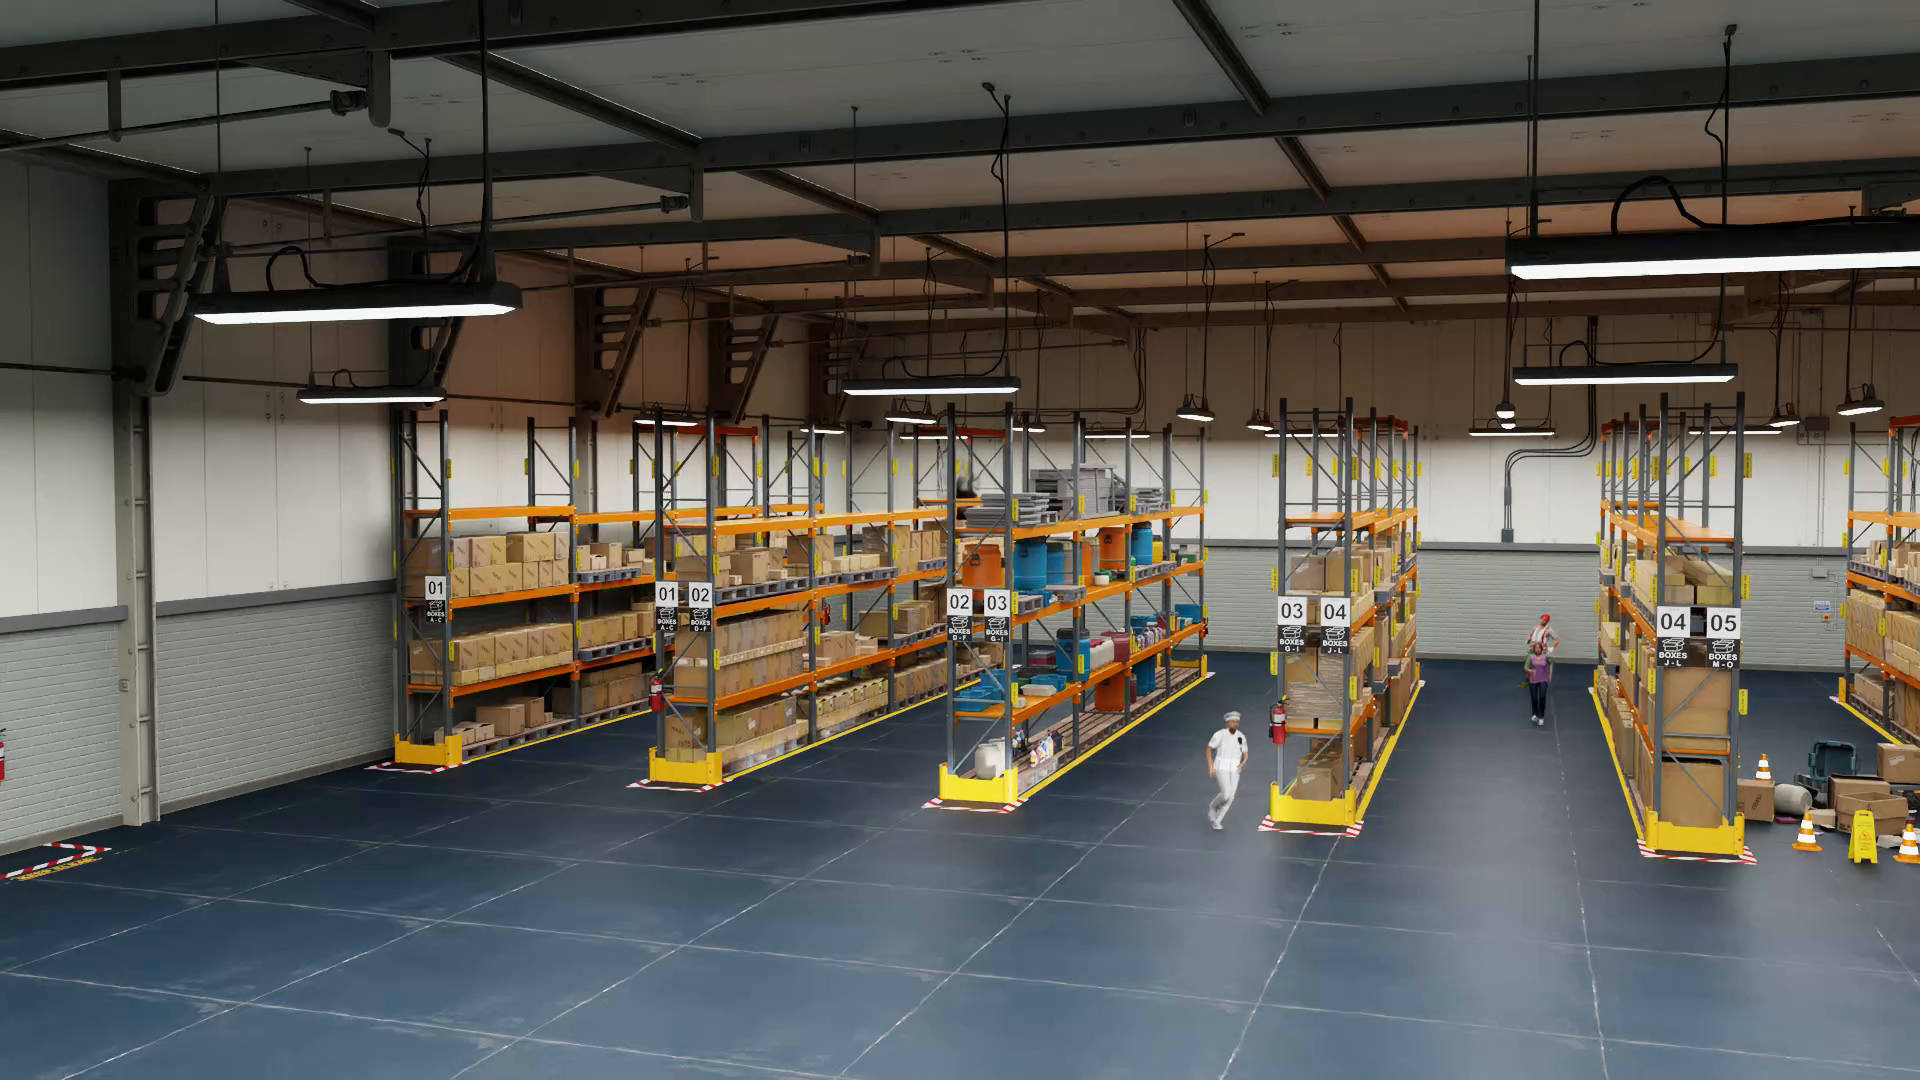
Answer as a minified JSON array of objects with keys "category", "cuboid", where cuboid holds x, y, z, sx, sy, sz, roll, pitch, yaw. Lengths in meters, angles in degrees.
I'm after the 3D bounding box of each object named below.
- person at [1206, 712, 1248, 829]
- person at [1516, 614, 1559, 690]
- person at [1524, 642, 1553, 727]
[{"category":"person","cuboid":[3.747,3.192,23.036,0.566,1.622,0.493,0,2,-11]},{"category":"person","cuboid":[13.030,2.527,37.569,0.866,1.722,0.730,-1,3,-25]},{"category":"person","cuboid":[11.270,2.805,32.417,0.527,1.638,0.740,1,3,23]}]
